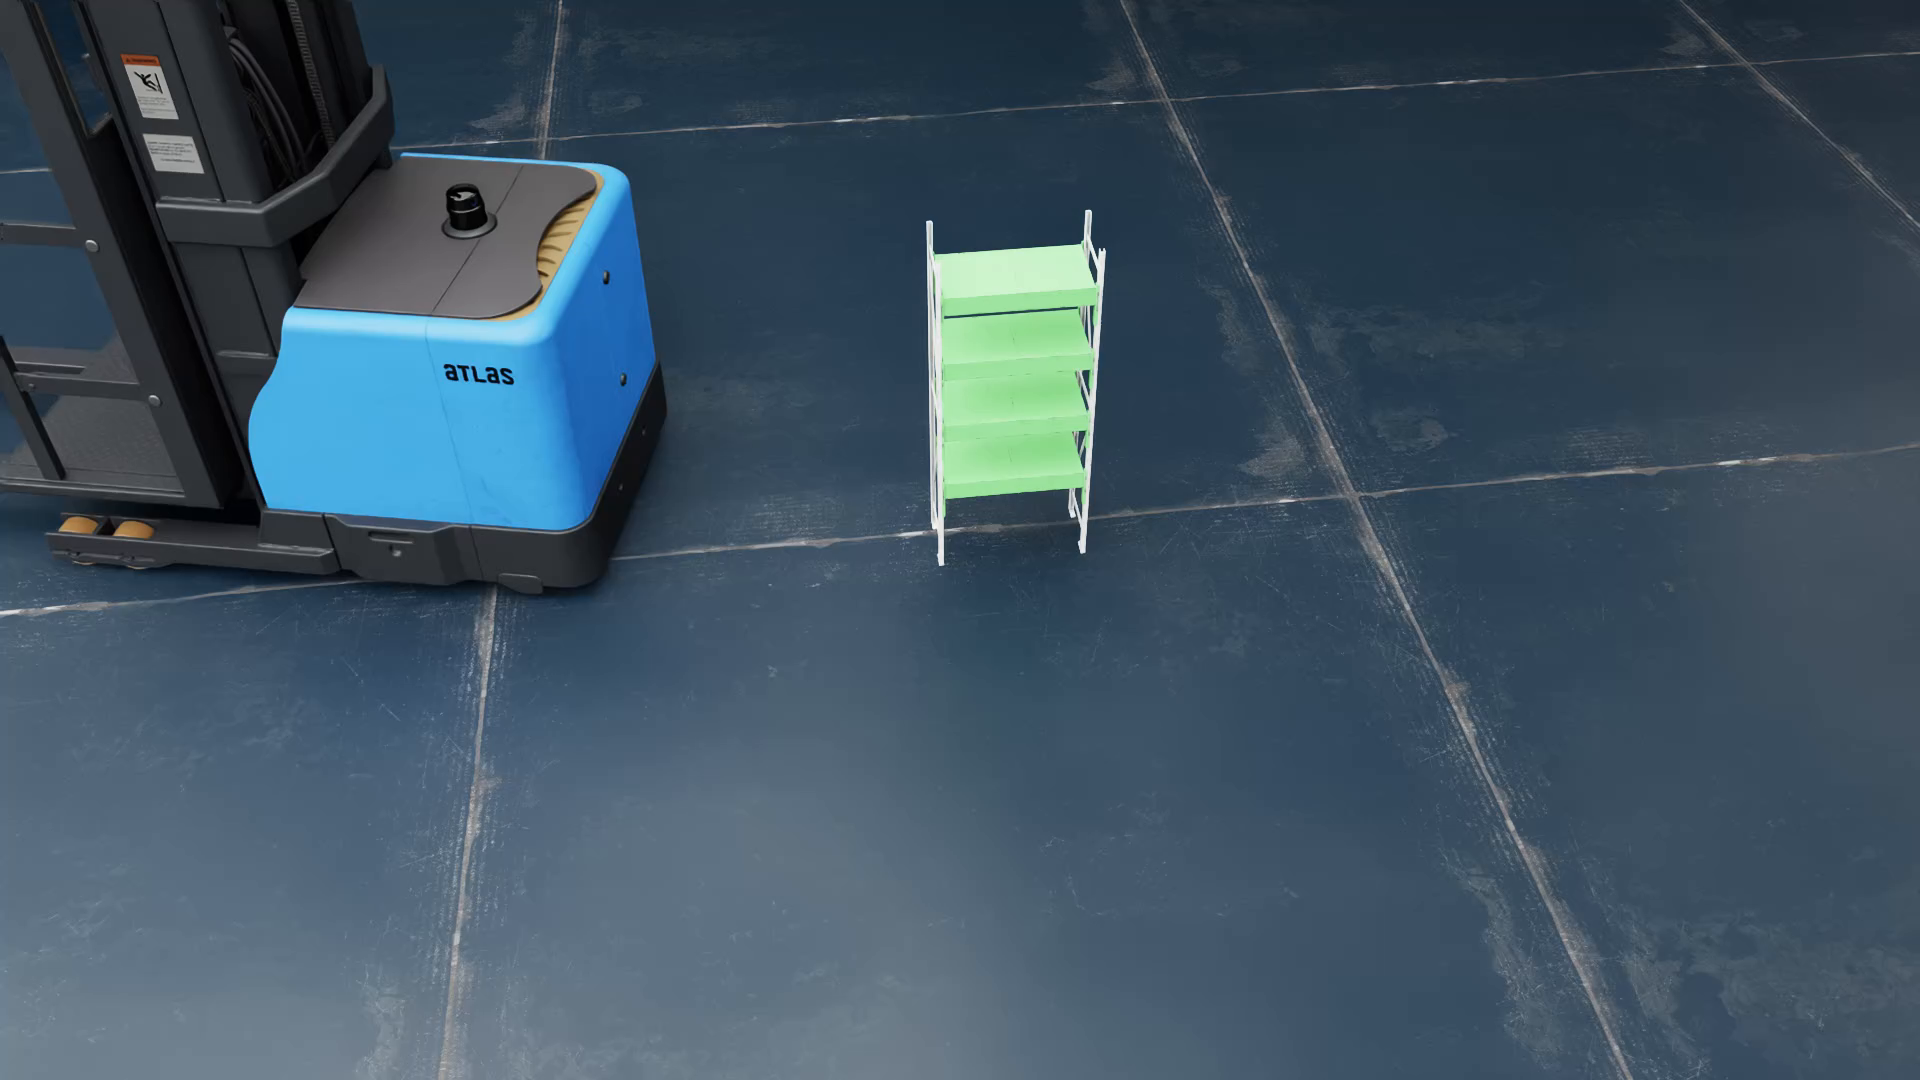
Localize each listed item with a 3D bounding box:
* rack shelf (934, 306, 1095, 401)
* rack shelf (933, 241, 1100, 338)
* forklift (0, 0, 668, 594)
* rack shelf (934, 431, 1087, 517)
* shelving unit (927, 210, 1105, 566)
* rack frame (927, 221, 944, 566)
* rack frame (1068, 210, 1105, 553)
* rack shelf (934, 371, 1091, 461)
[{"bbox_3d":[0.164,-0.591,5.246,0.480,0.148,0.258,-5,42,-6],"label":"rack shelf"},{"bbox_3d":[0.164,-0.769,5.085,0.480,0.148,0.258,-5,42,-6],"label":"rack shelf"},{"bbox_3d":[-2.638,-1.336,5.043,3.031,2.935,1.130,4,42,5],"label":"forklift"},{"bbox_3d":[0.164,-0.234,5.568,0.480,0.148,0.258,-5,42,-6],"label":"rack shelf"},{"bbox_3d":[0.164,-0.460,5.364,0.503,1.200,0.258,-5,42,-6],"label":"shelving unit"},{"bbox_3d":[-0.078,-0.439,5.341,0.015,1.200,0.240,-5,42,-6],"label":"rack frame"},{"bbox_3d":[0.406,-0.481,5.388,0.015,1.200,0.240,-5,42,-6],"label":"rack frame"},{"bbox_3d":[0.164,-0.412,5.407,0.480,0.148,0.258,-5,42,-6],"label":"rack shelf"}]
